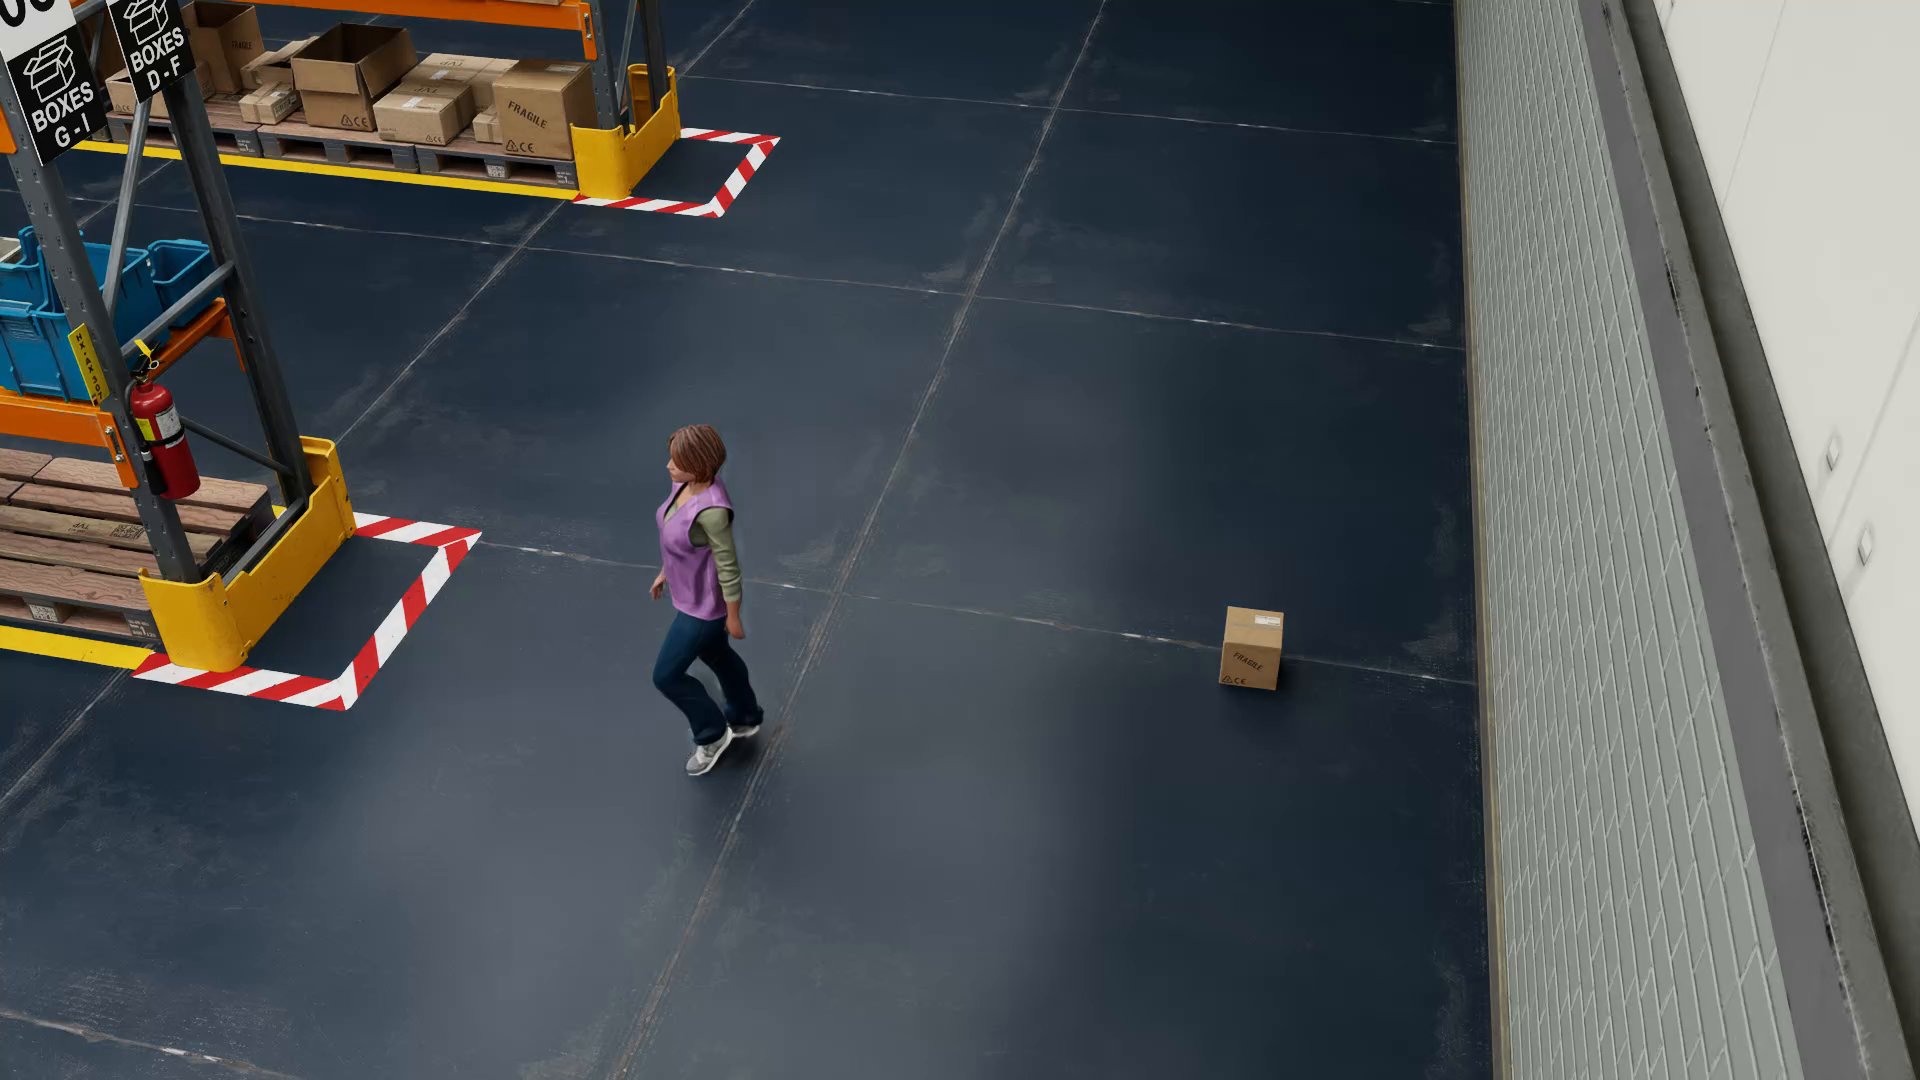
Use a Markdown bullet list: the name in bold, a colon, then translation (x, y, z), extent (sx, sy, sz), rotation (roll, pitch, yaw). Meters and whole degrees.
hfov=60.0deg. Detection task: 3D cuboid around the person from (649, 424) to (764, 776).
- **person**: translation (-1.049, 0.247, 6.636), extent (0.451, 1.628, 0.415), rotation (-10, 38, -13)
